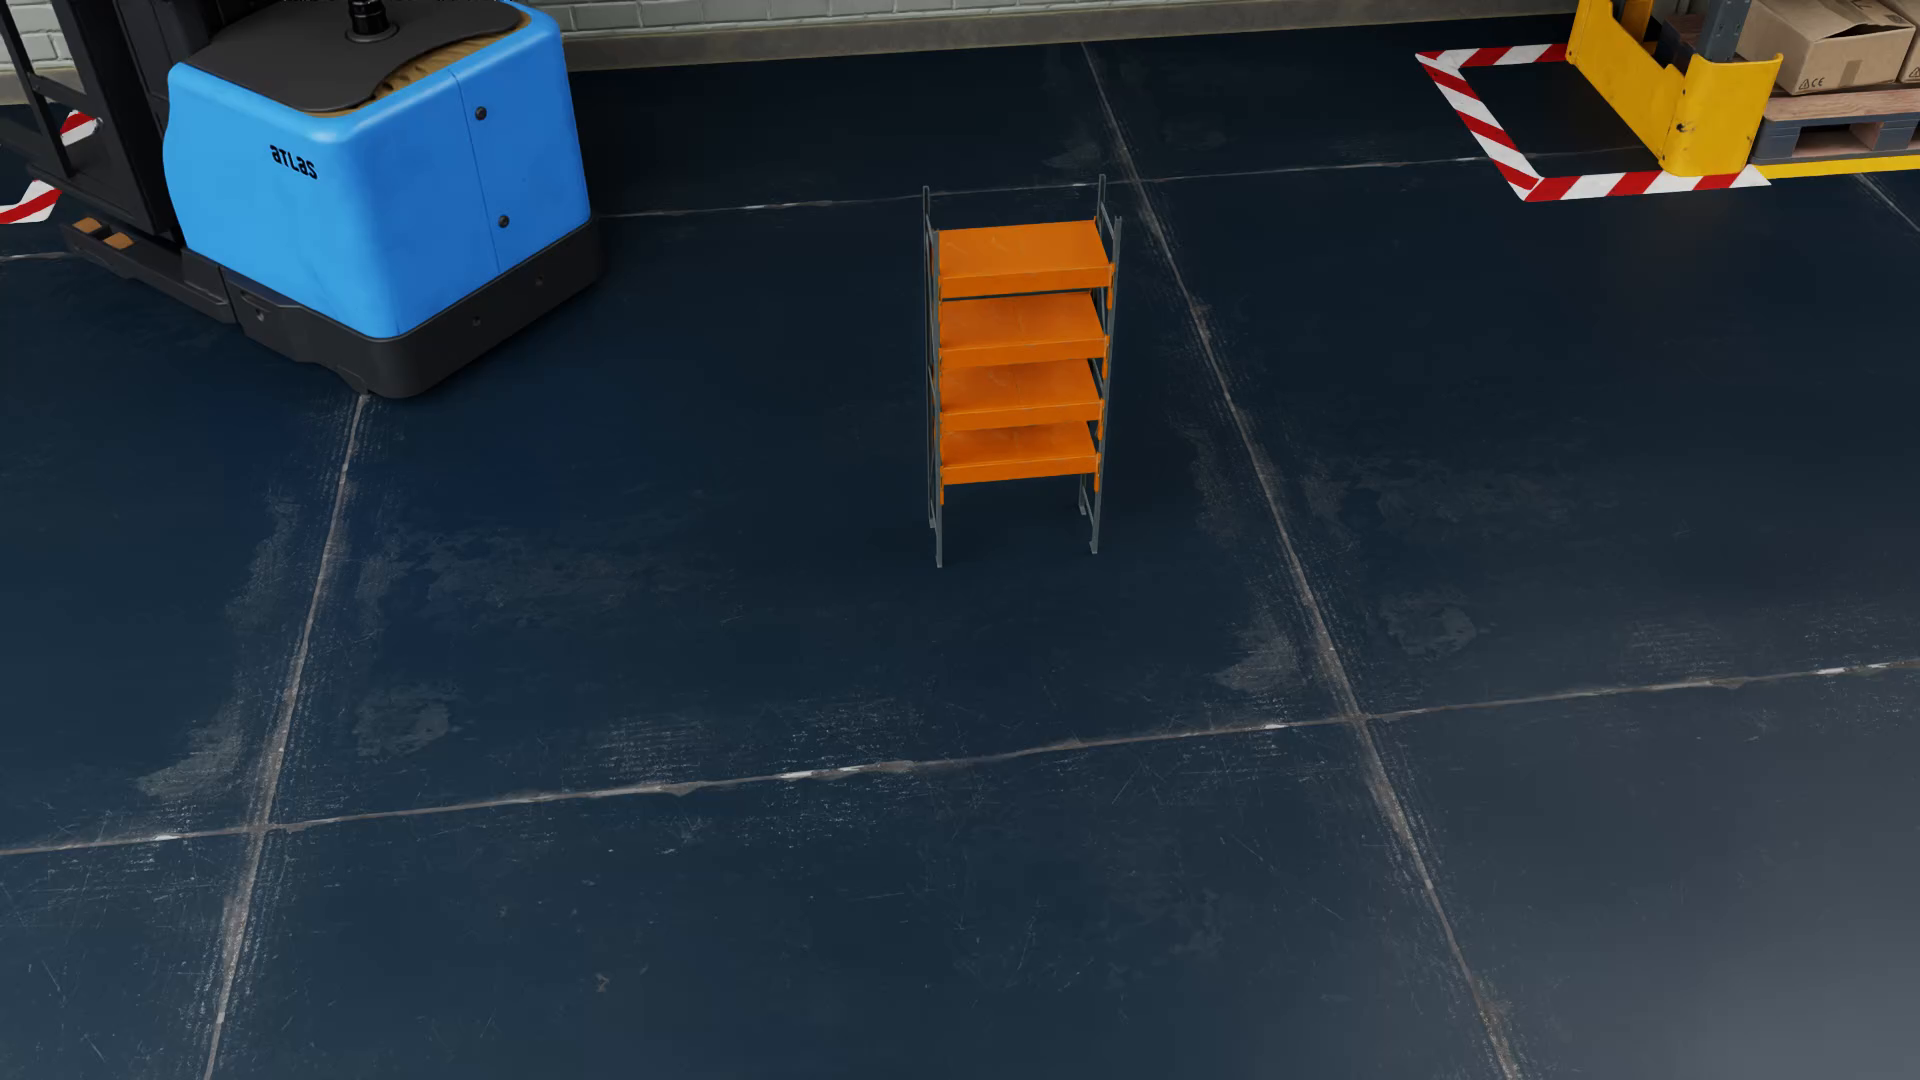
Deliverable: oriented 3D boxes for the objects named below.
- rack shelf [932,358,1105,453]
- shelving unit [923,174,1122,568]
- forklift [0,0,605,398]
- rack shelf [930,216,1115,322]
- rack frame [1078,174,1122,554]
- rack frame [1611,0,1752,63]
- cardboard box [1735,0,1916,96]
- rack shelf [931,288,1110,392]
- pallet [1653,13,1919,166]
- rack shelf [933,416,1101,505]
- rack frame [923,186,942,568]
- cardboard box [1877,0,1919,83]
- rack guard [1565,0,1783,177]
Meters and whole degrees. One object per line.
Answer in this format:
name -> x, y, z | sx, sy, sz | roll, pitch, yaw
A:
rack shelf -> 0.164, -0.410, 4.909 | 0.480, 0.148, 0.258 | -5, 42, -6
shelving unit -> 0.164, -0.460, 4.864 | 0.503, 1.200, 0.258 | -5, 42, -6
forklift -> -2.841, -2.356, 5.674 | 3.031, 2.935, 1.130 | 25, 48, 25
rack shelf -> 0.164, -0.752, 4.601 | 0.480, 0.148, 0.258 | -5, 42, -6
rack frame -> 0.406, -0.481, 4.888 | 0.015, 1.200, 0.240 | -5, 42, -6
rack frame -> 2.981, -3.017, 6.355 | 0.127, 3.000, 1.000 | -5, 42, -6
cardboard box -> 3.678, -2.182, 7.109 | 0.500, 0.311, 0.500 | -9, 43, -10
rack shelf -> 0.164, -0.576, 4.759 | 0.480, 0.148, 0.258 | -5, 42, -6
pallet -> 3.866, -2.035, 7.348 | 1.213, 0.211, 1.003 | -5, 42, -6
rack shelf -> 0.164, -0.262, 5.042 | 0.480, 0.148, 0.258 | -5, 42, -6
rack frame -> -0.078, -0.439, 4.841 | 0.015, 1.200, 0.240 | -5, 42, -6
cardboard box -> 4.244, -2.231, 7.163 | 0.500, 0.311, 0.500 | -2, 42, -2
rack guard -> 3.056, -2.095, 7.200 | 0.348, 0.500, 1.175 | -5, 42, -6
